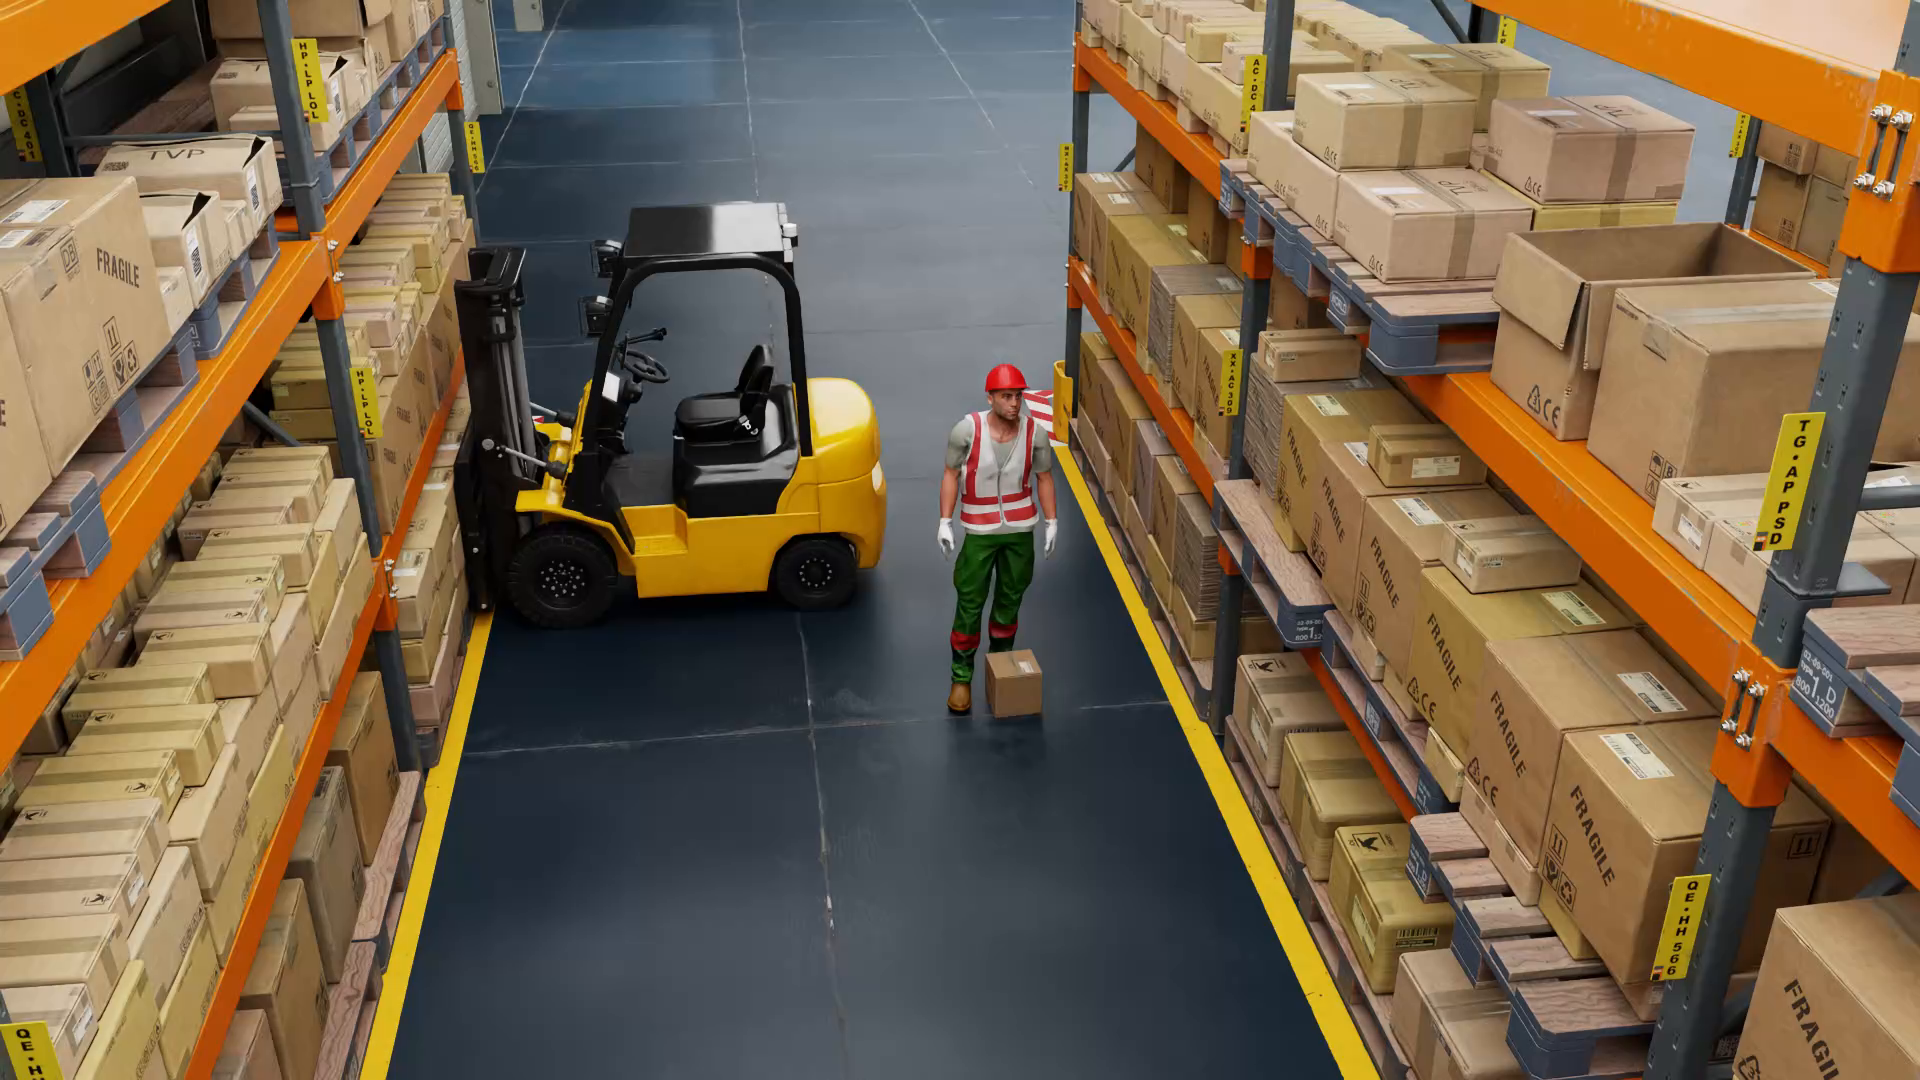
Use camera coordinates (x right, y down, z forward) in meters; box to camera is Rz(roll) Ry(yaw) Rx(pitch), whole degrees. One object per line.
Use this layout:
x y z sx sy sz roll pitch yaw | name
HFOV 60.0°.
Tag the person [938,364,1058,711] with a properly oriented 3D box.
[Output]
0.205 -0.017 8.603 0.637 1.790 0.562 -4 27 -9 | person
